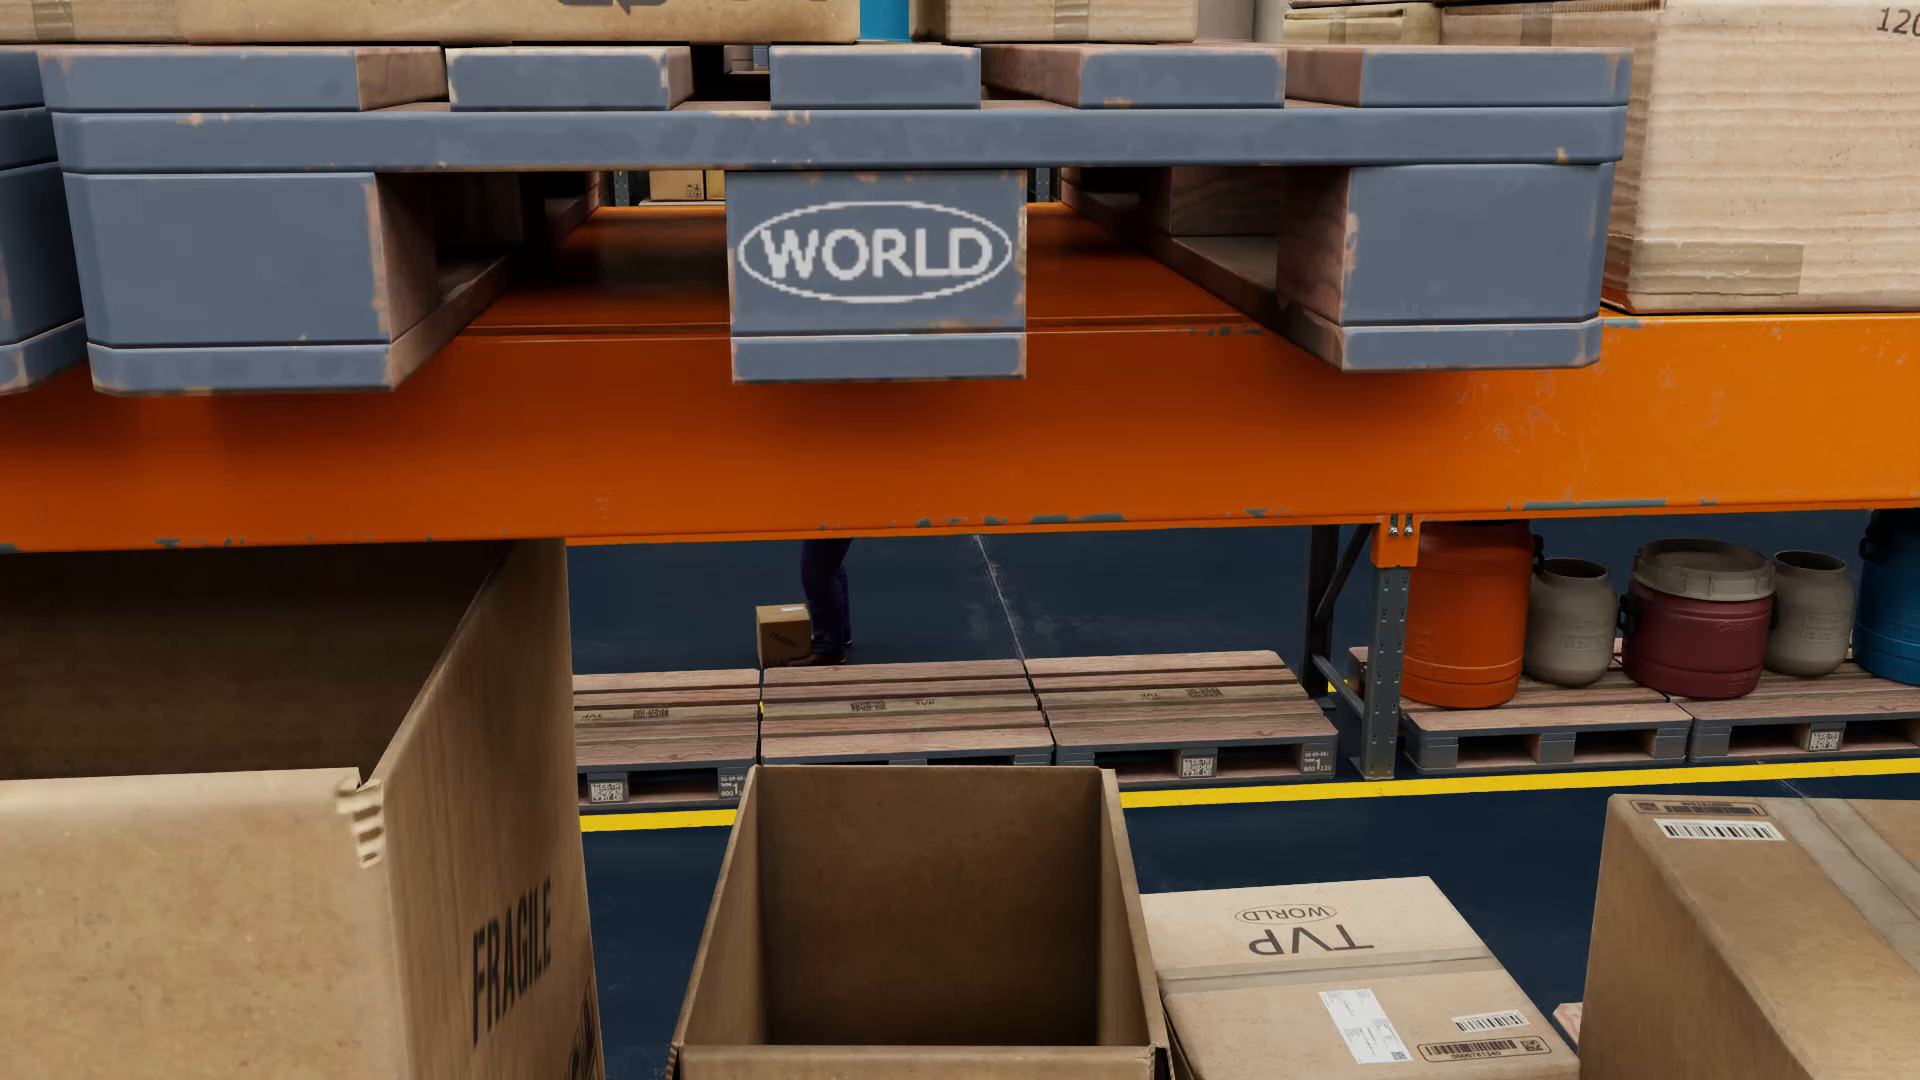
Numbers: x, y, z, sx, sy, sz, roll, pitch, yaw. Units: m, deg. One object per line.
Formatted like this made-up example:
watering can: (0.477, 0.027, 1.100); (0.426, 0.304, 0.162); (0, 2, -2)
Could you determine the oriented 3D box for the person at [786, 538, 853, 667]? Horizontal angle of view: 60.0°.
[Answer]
person: (-0.675, -0.191, 8.185); (0.415, 1.651, 0.551); (-2, 17, -7)
